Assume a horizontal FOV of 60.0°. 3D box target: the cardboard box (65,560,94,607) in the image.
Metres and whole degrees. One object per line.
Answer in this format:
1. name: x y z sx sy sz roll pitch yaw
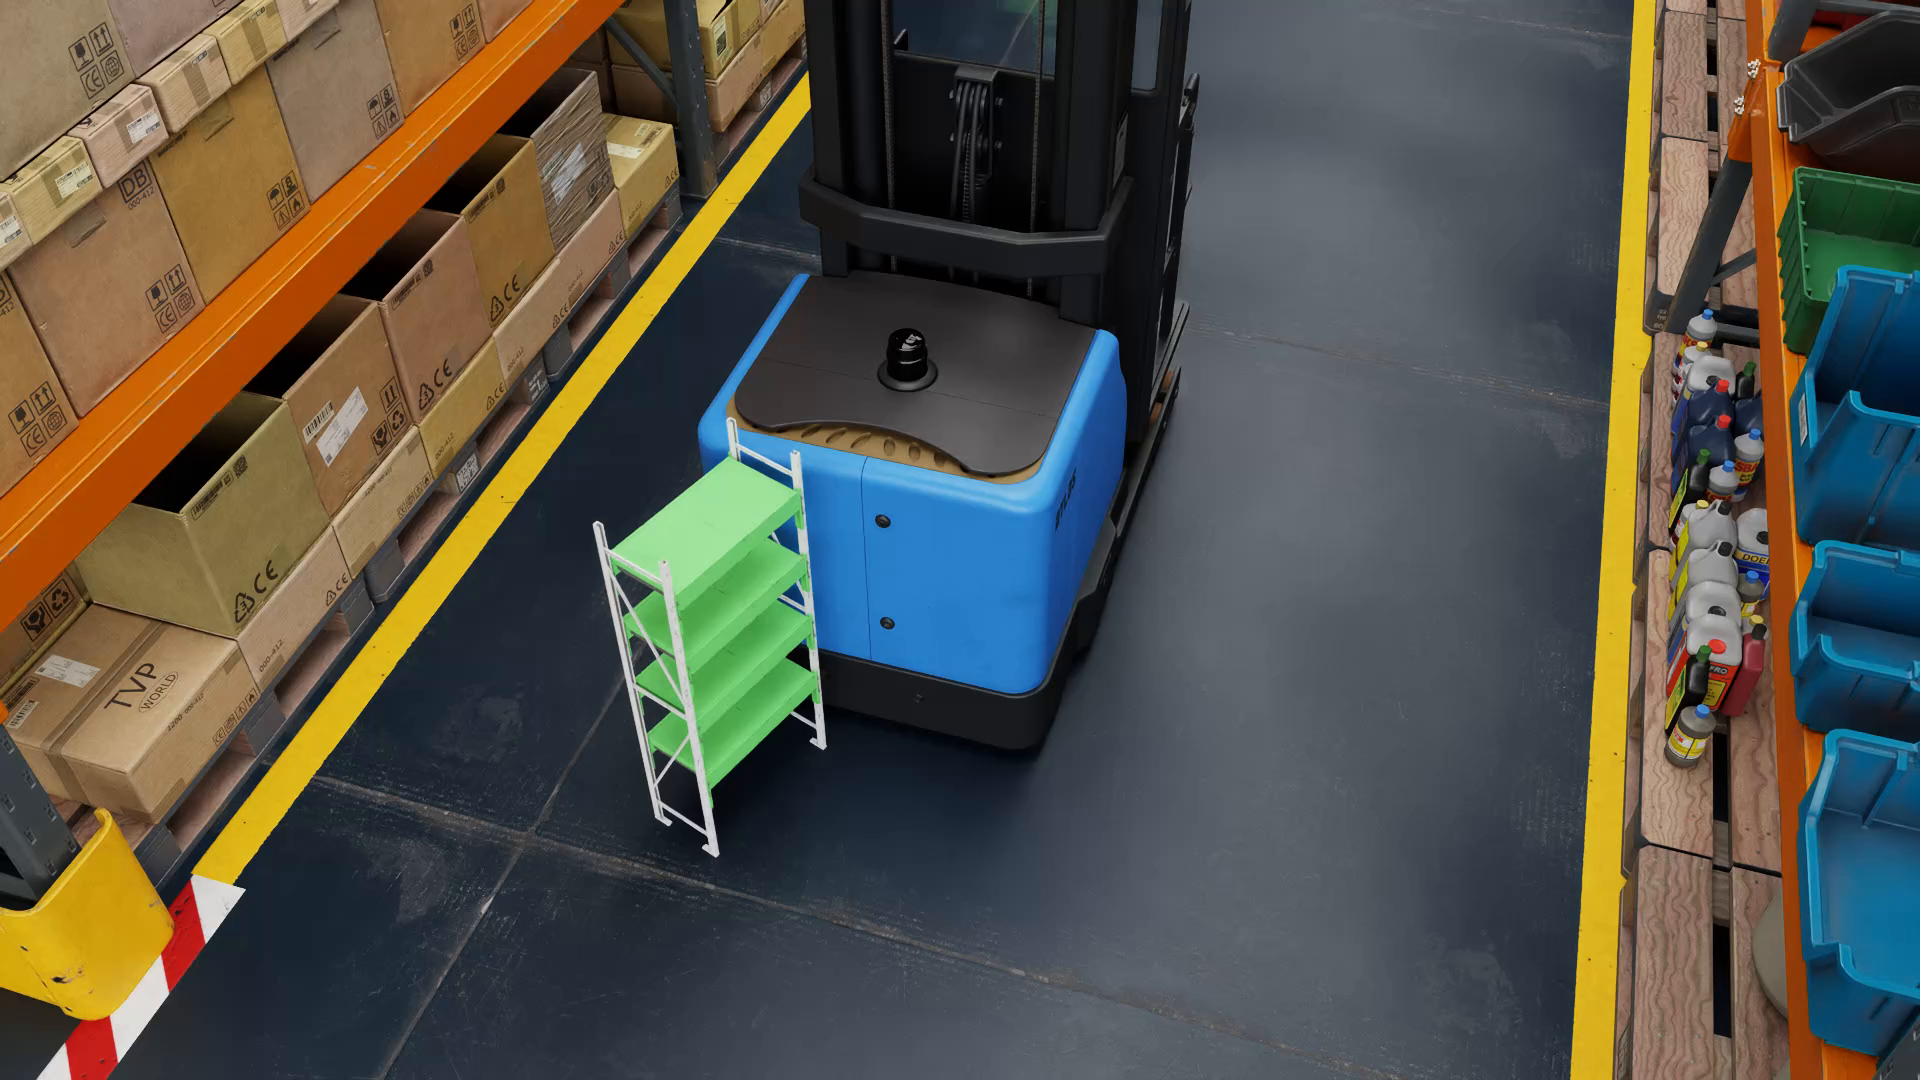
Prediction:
1. cardboard box: -2.753 0.045 5.225 0.500 0.250 0.500 13 46 13

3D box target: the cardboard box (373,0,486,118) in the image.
1. cardboard box: -2.000 -1.750 5.322 0.700 0.500 0.500 13 46 13

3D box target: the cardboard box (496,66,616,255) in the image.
1. cardboard box: -1.657 -1.447 6.214 0.500 0.500 0.500 13 46 13

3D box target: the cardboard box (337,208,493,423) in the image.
1. cardboard box: -1.942 -0.777 5.528 0.500 0.500 0.500 13 46 13

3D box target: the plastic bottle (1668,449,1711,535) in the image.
1. plastic bottle: 2.371 -0.155 5.392 0.061 0.283 0.133 14 46 14

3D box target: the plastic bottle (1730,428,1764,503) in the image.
1. plastic bottle: 2.589 -0.256 5.503 0.097 0.271 0.097 0 44 0

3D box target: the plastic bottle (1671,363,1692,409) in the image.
1. plastic bottle: 2.581 -0.548 5.852 0.097 0.201 0.097 0 44 0

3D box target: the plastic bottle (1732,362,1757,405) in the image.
1. plastic bottle: 2.673 -0.470 5.713 0.061 0.283 0.133 13 46 13

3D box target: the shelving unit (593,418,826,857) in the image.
1. shelving unit: -0.655 0.298 4.587 0.258 1.200 0.503 27 50 25

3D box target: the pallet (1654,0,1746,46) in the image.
1. pallet: 4.097 -2.808 8.468 1.003 0.211 1.213 13 46 13

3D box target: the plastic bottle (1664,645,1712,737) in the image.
1. plastic bottle: 2.102 0.435 4.789 0.061 0.283 0.133 14 46 13

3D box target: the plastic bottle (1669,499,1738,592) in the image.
1. plastic bottle: 2.332 0.003 5.182 0.144 0.351 0.185 12 46 12

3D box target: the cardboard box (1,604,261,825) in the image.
1. cardboard box: -2.399 0.491 4.770 0.500 0.250 0.500 13 46 13

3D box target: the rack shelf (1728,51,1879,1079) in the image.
1. rack shelf: 2.552 -0.056 4.177 1.077 0.370 4.000 13 46 13

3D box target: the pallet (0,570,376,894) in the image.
1. pallet: -2.582 0.446 5.143 1.003 0.211 1.213 13 46 13

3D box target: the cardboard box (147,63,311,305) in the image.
1. cardboard box: -2.310 -1.057 4.614 0.700 0.500 0.500 13 46 13

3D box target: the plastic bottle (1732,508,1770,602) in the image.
1. plastic bottle: 2.480 0.044 5.193 0.152 0.276 0.135 13 46 13

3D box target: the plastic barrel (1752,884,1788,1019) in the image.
1. plastic barrel: 2.224 0.970 4.092 0.421 0.512 0.421 0 44 0

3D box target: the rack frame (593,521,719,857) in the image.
1. rack frame: -0.799 0.436 4.446 0.240 1.200 0.015 27 50 25

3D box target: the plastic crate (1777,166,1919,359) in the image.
1. plastic crate: 2.477 -0.725 4.498 0.450 0.188 0.662 13 46 13

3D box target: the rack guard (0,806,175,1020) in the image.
1. rack guard: -2.781 0.878 4.495 1.175 0.500 0.348 13 46 13

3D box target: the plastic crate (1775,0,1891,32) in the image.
1. plastic crate: 3.012 -2.057 5.661 0.402 0.464 0.583 13 46 13

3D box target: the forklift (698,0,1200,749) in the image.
1. forklift: 0.190 -1.468 5.154 1.130 2.935 3.031 12 46 12

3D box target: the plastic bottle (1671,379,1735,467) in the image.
1. plastic bottle: 2.517 -0.407 5.600 0.144 0.351 0.185 14 46 14

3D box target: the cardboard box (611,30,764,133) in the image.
1. cardboard box: -1.204 -2.082 7.398 0.500 0.250 0.500 12 46 12

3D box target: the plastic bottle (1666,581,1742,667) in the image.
1. plastic bottle: 2.229 0.265 4.968 0.152 0.276 0.135 11 46 11

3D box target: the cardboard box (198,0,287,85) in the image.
1. cardboard box: -2.061 -1.374 4.474 0.380 0.149 0.250 12 46 12

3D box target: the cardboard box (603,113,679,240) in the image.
1. cardboard box: -1.494 -1.510 6.814 0.500 0.250 0.500 13 46 13

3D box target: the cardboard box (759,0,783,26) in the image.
1. cardboard box: -1.043 -2.621 7.548 0.500 0.311 0.500 12 46 12

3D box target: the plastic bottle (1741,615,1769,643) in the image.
1. plastic bottle: 2.353 0.305 4.980 0.097 0.201 0.097 0 44 0

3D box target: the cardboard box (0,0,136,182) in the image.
1. cardboard box: -2.450 -1.226 3.860 0.700 0.500 0.500 11 46 11

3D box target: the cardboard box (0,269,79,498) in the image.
1. cardboard box: -2.620 -0.376 3.918 0.700 0.500 0.500 13 46 13

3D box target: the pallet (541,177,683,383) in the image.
1. pallet: -1.843 -1.180 6.805 1.003 0.211 1.213 13 46 13

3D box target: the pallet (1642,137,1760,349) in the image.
1. pallet: 3.358 -1.181 6.806 1.003 0.211 1.213 13 46 13

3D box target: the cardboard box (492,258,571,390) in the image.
1. cardboard box: -1.793 -0.842 6.132 0.500 0.250 0.500 13 46 13

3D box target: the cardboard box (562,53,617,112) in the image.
1. cardboard box: -1.713 -2.203 7.522 0.500 0.250 0.500 12 46 12

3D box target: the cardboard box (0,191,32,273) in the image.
1. cardboard box: -2.372 -0.692 3.777 0.380 0.149 0.250 11 46 11

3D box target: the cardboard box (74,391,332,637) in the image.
1. cardboard box: -2.250 -0.111 4.848 0.500 0.500 0.500 13 46 13

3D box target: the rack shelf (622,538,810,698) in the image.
1. rack shelf: -0.655 0.172 4.464 0.258 0.148 0.480 27 50 25

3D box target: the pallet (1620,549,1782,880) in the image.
1. pallet: 2.547 0.605 4.981 1.003 0.211 1.213 13 46 13

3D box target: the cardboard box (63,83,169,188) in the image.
1. cardboard box: -2.217 -1.025 4.118 0.380 0.149 0.250 12 46 12

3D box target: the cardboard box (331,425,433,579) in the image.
1. cardboard box: -2.099 -0.177 5.451 0.500 0.250 0.500 13 46 13

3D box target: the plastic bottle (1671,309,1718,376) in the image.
1. plastic bottle: 2.643 -0.709 5.966 0.097 0.271 0.097 0 44 0

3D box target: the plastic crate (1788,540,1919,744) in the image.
1. plastic crate: 2.015 0.245 3.462 0.499 0.251 0.408 13 46 13

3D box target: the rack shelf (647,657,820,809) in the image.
1. rack shelf: -0.655 0.515 4.800 0.258 0.148 0.480 27 50 25

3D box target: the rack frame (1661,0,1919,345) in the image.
1. rack frame: 3.157 -1.646 5.288 1.000 3.000 0.127 13 46 13
